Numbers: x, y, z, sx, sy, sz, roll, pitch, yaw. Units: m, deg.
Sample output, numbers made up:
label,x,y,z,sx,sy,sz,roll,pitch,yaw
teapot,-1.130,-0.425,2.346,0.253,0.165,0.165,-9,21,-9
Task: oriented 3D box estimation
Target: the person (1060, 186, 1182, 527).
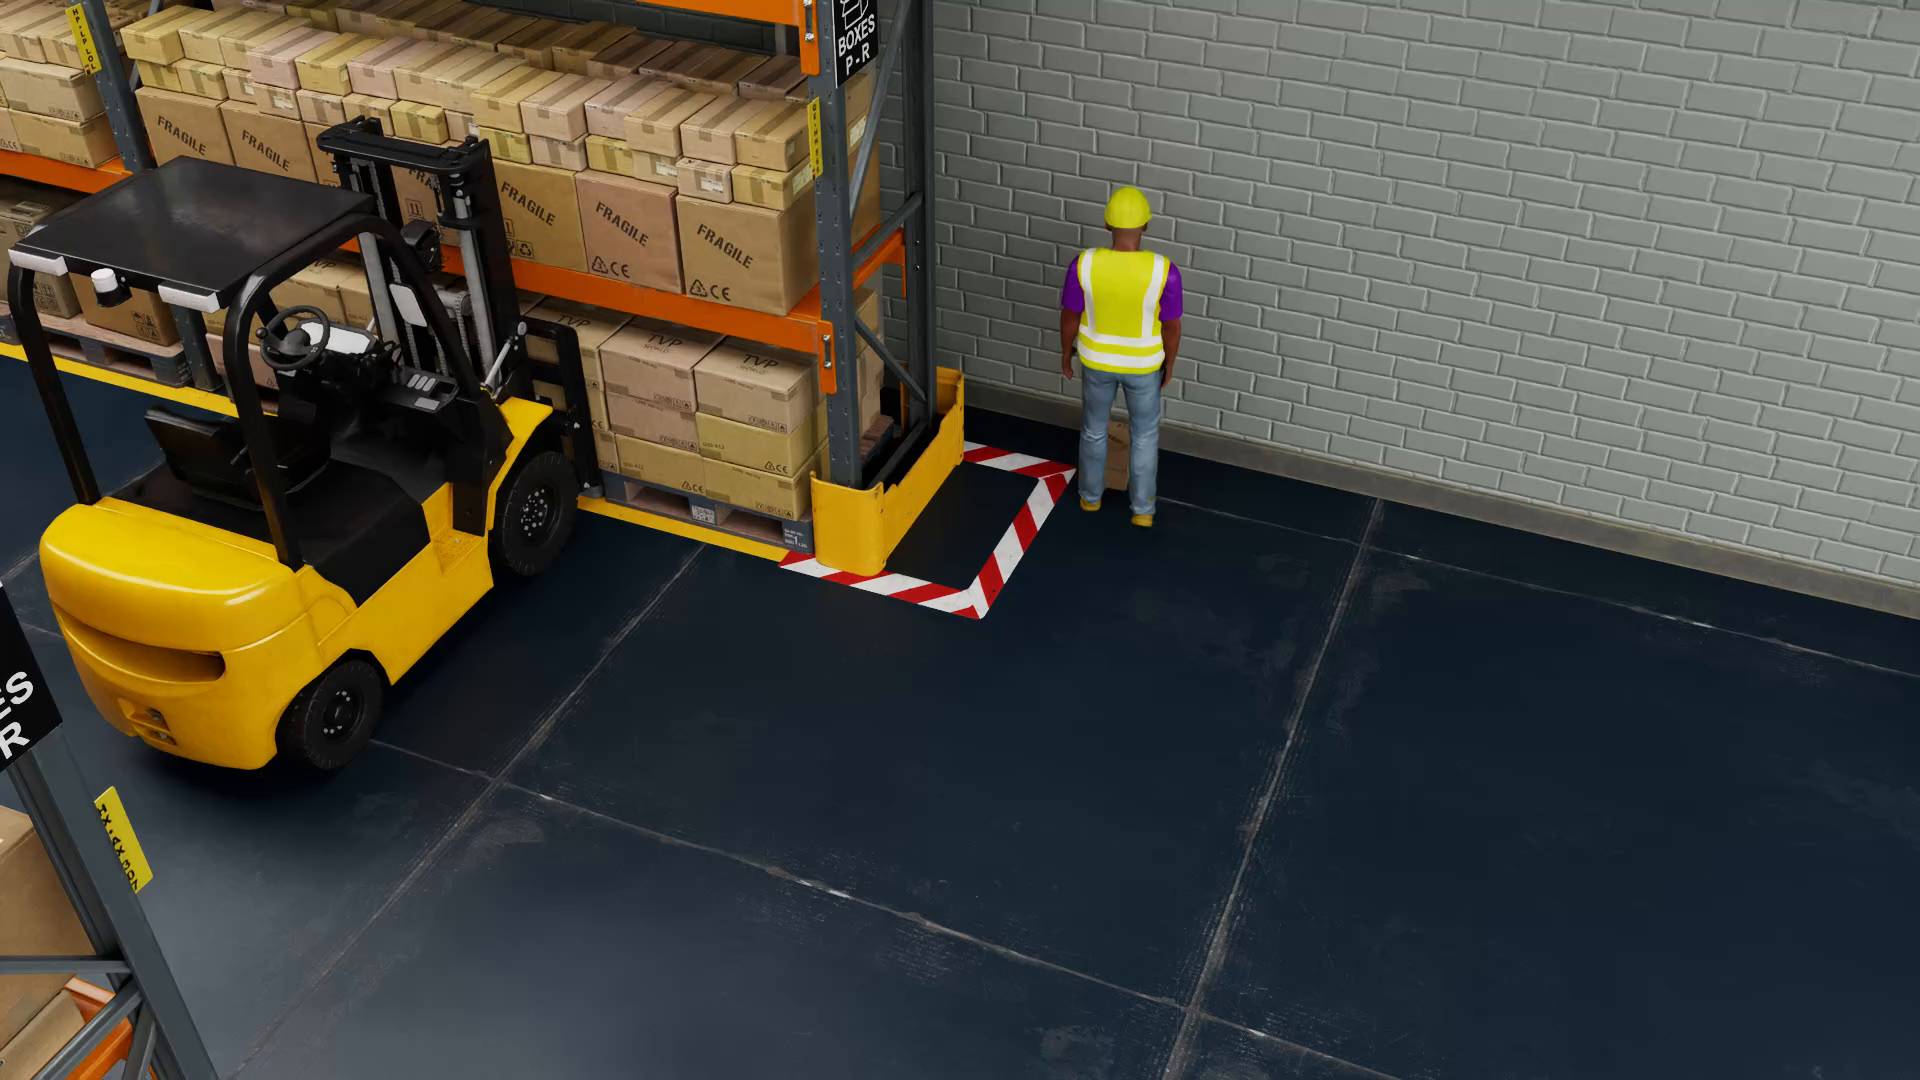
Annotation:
label,x,y,z,sx,sy,sz,roll,pitch,yaw
person,0.763,-0.860,7.984,0.569,1.829,0.424,7,38,10
